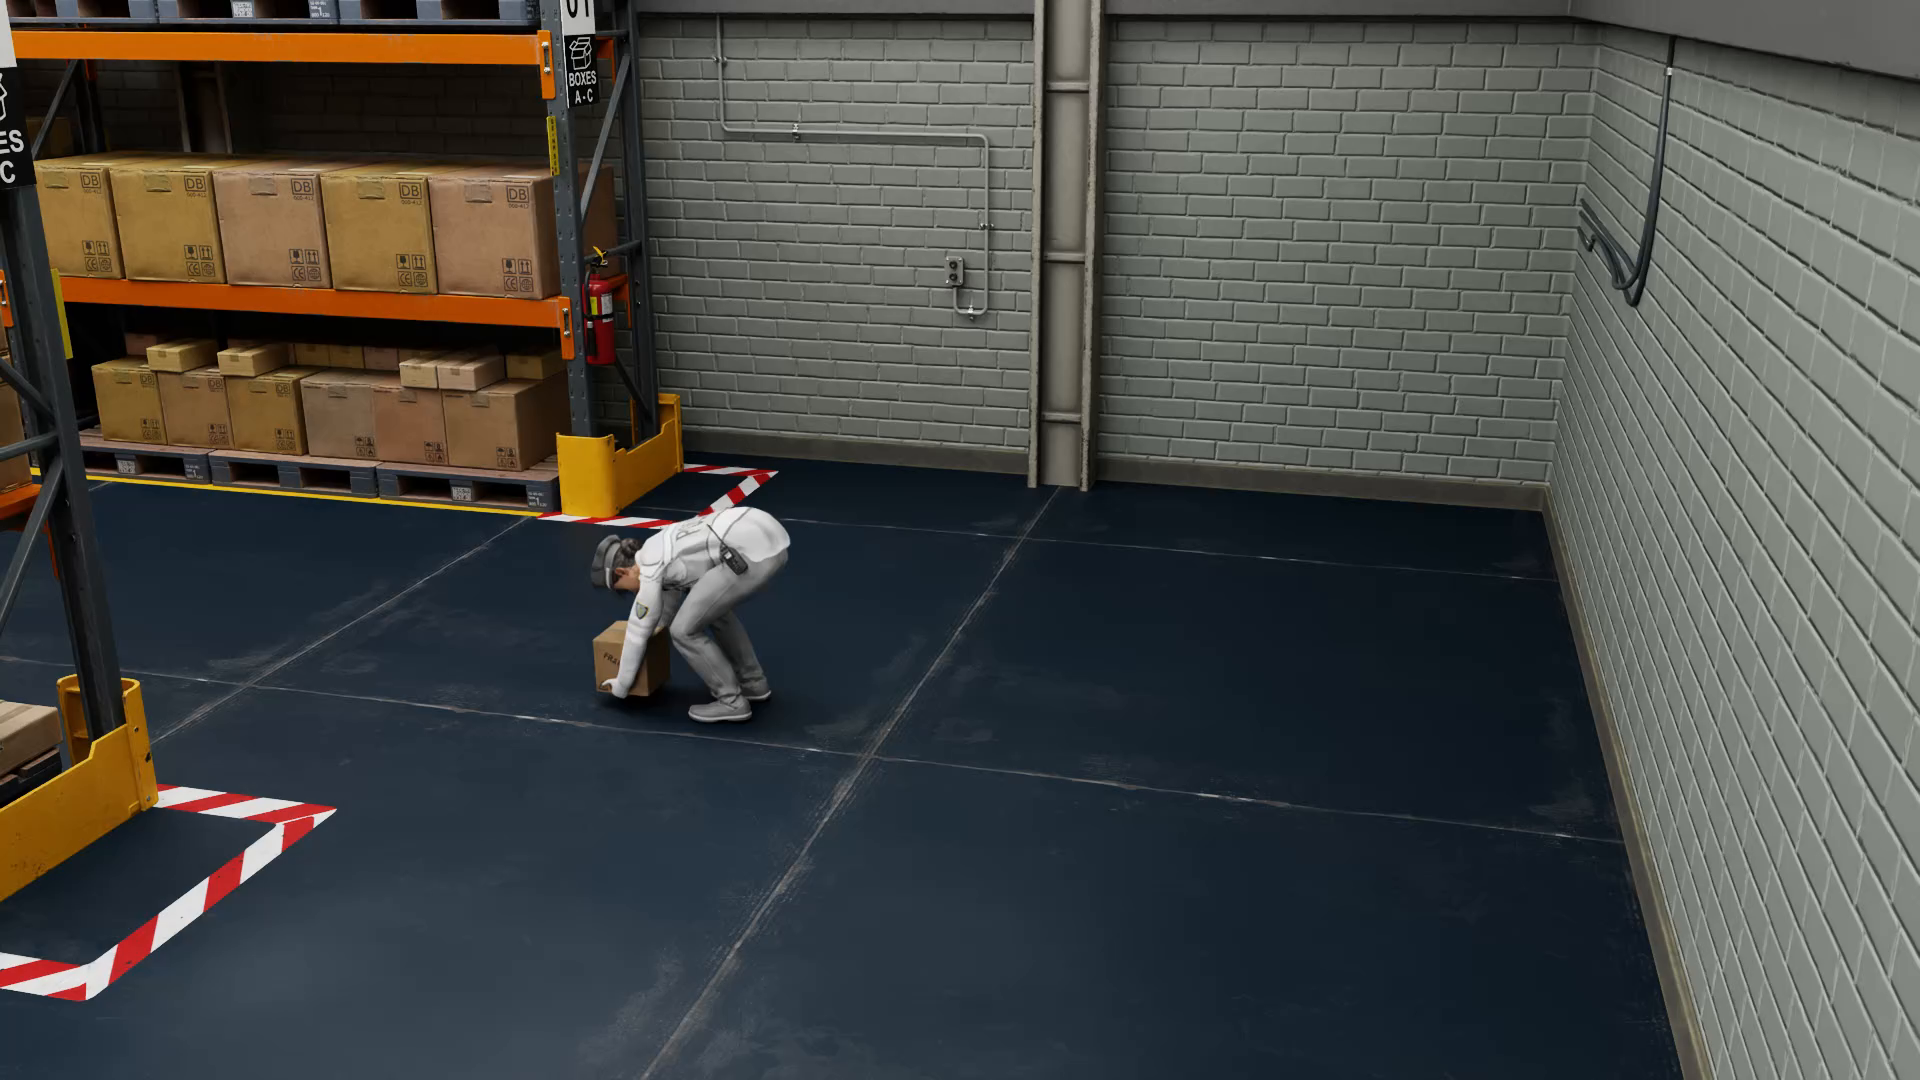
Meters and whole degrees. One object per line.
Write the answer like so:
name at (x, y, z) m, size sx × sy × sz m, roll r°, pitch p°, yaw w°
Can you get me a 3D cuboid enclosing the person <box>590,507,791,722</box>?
person at (-1.181, 0.307, 7.317) m, size 0.882 × 0.919 × 0.457 m, roll 4°, pitch 19°, yaw 11°
